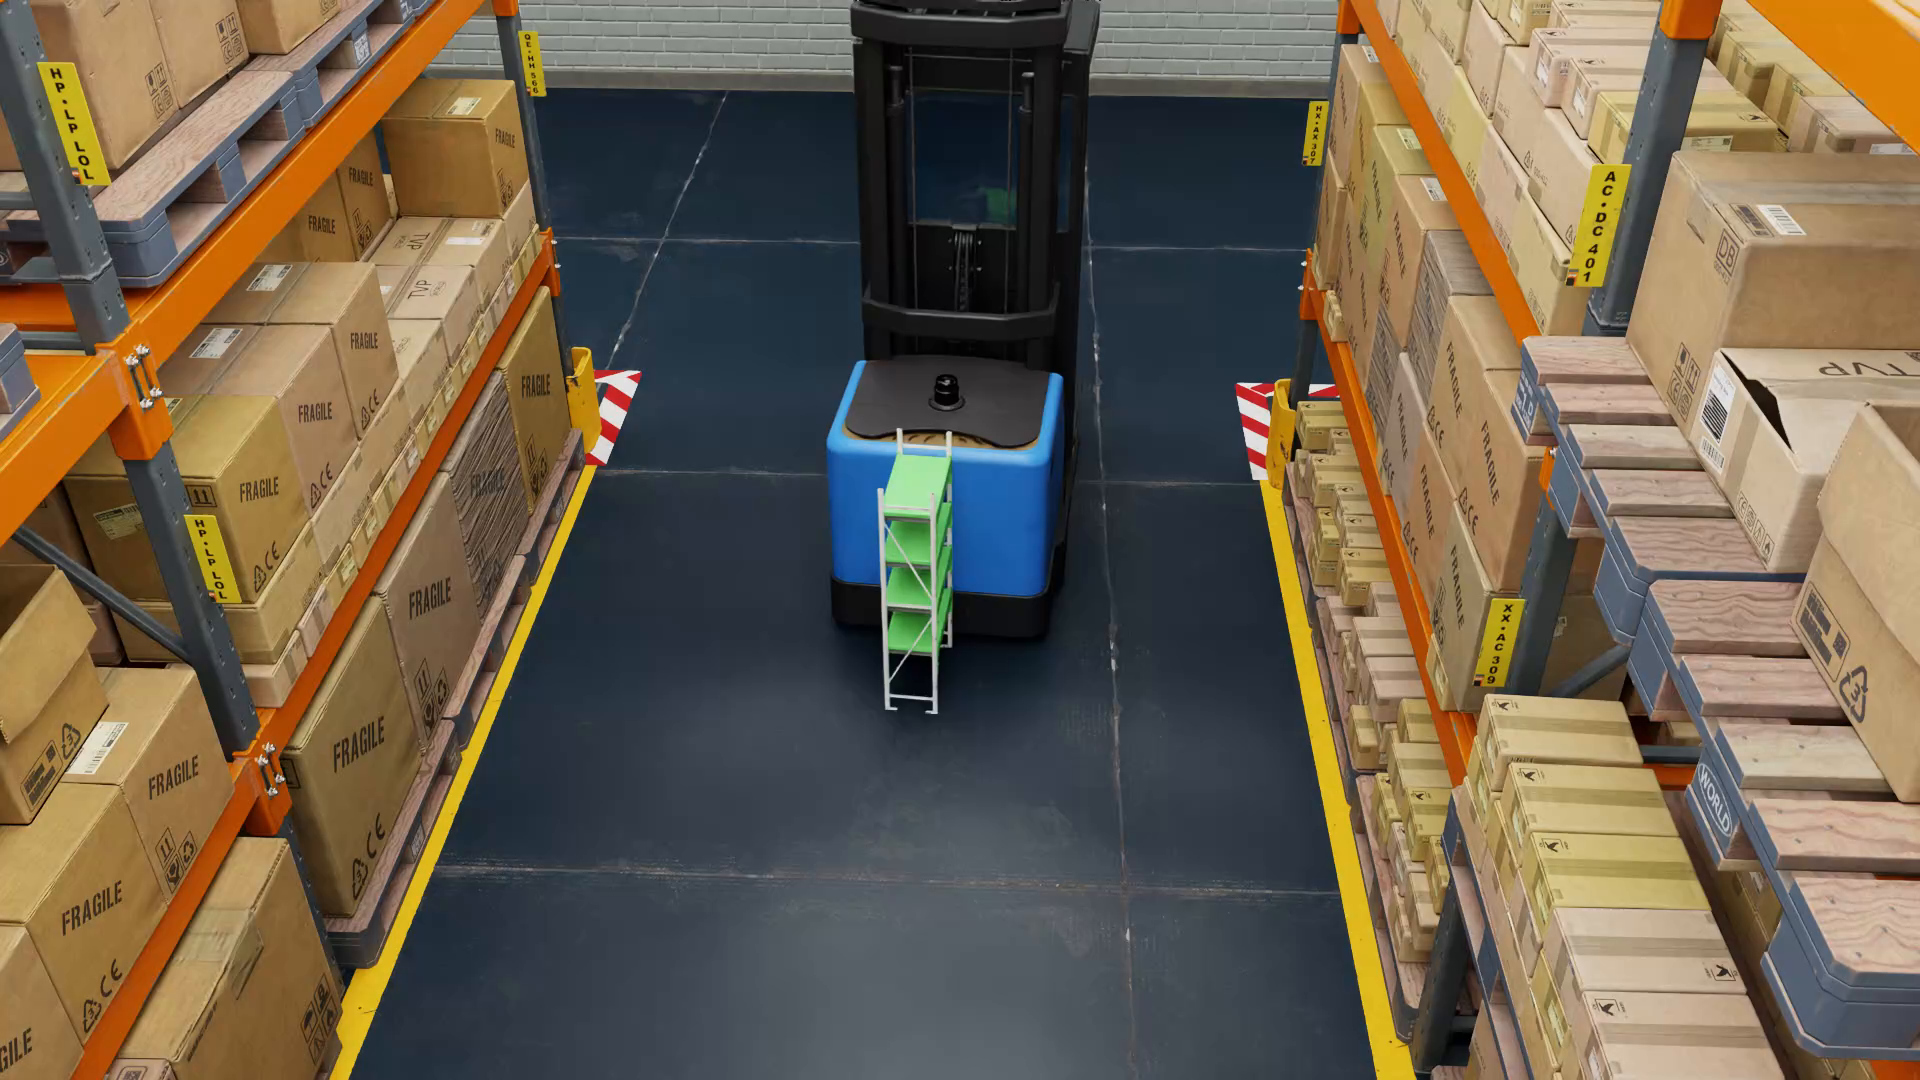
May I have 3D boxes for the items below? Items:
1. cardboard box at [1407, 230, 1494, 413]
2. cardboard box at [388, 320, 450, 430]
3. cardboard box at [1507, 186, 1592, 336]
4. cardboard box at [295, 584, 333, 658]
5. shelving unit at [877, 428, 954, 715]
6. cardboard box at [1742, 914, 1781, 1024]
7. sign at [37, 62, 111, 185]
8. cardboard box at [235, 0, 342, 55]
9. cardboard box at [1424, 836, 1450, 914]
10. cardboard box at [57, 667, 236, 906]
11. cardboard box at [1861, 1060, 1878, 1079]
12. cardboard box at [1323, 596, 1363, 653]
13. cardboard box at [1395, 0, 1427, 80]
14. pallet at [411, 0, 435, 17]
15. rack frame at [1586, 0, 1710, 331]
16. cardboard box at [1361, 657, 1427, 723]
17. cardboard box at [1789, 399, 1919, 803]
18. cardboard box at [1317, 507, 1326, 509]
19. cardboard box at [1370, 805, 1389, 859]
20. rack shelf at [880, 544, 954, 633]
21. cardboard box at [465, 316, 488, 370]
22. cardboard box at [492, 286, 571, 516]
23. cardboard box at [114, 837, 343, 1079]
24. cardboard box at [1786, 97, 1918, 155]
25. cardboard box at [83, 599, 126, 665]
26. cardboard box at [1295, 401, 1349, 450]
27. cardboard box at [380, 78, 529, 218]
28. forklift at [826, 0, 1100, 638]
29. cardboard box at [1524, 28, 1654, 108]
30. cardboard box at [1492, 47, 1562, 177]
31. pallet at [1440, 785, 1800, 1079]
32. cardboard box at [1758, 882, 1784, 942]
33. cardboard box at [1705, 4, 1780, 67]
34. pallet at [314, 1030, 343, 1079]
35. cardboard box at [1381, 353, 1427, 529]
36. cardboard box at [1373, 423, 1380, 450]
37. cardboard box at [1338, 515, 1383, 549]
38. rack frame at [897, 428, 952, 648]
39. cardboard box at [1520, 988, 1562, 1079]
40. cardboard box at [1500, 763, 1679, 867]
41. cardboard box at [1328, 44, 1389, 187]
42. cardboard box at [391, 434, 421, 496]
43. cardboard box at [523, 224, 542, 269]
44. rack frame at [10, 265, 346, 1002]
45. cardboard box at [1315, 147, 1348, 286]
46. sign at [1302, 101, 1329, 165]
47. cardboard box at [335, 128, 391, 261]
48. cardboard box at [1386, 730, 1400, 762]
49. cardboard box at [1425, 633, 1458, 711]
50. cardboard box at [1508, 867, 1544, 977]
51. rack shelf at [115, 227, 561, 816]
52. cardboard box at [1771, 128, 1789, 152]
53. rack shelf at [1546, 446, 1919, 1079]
[{"bbox_3d":[1.931,-0.771,5.969,0.500,0.500,0.500,2,35,3],"label":"cardboard box"},{"bbox_3d":[-2.471,-0.696,6.949,0.500,0.250,0.500,1,35,2],"label":"cardboard box"},{"bbox_3d":[1.882,-0.787,4.728,0.500,0.250,0.500,2,35,3],"label":"cardboard box"},{"bbox_3d":[-2.465,0.284,5.901,0.380,0.149,0.250,0,35,0],"label":"cardboard box"},{"bbox_3d":[-0.189,0.152,7.436,0.258,1.200,0.503,4,35,6],"label":"shelving unit"},{"bbox_3d":[2.293,1.124,4.342,0.380,0.149,0.250,1,35,2],"label":"cardboard box"},{"bbox_3d":[-2.277,-1.066,4.271,0.100,0.325,0.005,1,35,2],"label":"sign"},{"bbox_3d":[-2.659,-2.043,5.846,0.700,0.500,0.500,3,35,4],"label":"cardboard box"},{"bbox_3d":[1.887,1.208,5.965,0.380,0.149,0.250,2,35,3],"label":"cardboard box"},{"bbox_3d":[-2.565,0.729,4.963,0.500,0.500,0.500,1,35,2],"label":"cardboard box"},{"bbox_3d":[2.265,1.185,3.737,0.380,0.149,0.250,0,35,0],"label":"cardboard box"},{"bbox_3d":[1.889,0.387,7.651,0.380,0.149,0.250,0,35,0],"label":"cardboard box"},{"bbox_3d":[1.986,-1.946,6.377,0.500,0.250,0.500,0,35,0],"label":"cardboard box"},{"bbox_3d":[-2.678,-2.568,7.209,1.003,0.211,1.213,1,35,2],"label":"pallet"},{"bbox_3d":[2.133,-1.787,3.412,1.000,3.000,0.127,1,35,2],"label":"rack frame"},{"bbox_3d":[1.867,0.612,6.813,0.380,0.149,0.250,0,35,0],"label":"cardboard box"},{"bbox_3d":[1.939,0.111,2.866,0.797,0.503,0.637,1,35,1],"label":"cardboard box"},{"bbox_3d":[2.024,-0.190,8.472,0.380,0.149,0.250,1,35,2],"label":"cardboard box"},{"bbox_3d":[1.848,1.128,6.596,0.380,0.149,0.250,0,35,0],"label":"cardboard box"},{"bbox_3d":[-0.189,0.204,7.473,0.258,0.148,0.480,4,35,6],"label":"rack shelf"},{"bbox_3d":[-2.384,-0.902,7.588,0.380,0.149,0.250,1,35,1],"label":"cardboard box"},{"bbox_3d":[-2.604,-0.736,8.617,0.875,0.875,0.875,1,35,2],"label":"cardboard box"},{"bbox_3d":[-2.825,1.560,5.349,1.225,0.875,0.875,1,35,2],"label":"cardboard box"},{"bbox_3d":[2.386,-1.028,4.289,0.380,0.149,0.250,1,35,1],"label":"cardboard box"},{"bbox_3d":[-3.064,0.175,5.710,0.500,0.250,0.500,1,35,1],"label":"cardboard box"},{"bbox_3d":[1.933,-0.586,8.518,0.380,0.149,0.250,0,35,0],"label":"cardboard box"},{"bbox_3d":[-2.416,-1.884,7.988,0.500,0.500,0.500,2,35,2],"label":"cardboard box"},{"bbox_3d":[0.086,-1.568,8.378,1.130,2.935,3.031,4,35,6],"label":"forklift"},{"bbox_3d":[1.840,-1.346,4.742,0.380,0.149,0.250,1,35,2],"label":"cardboard box"},{"bbox_3d":[1.930,-1.273,4.985,0.500,0.250,0.500,0,35,0],"label":"cardboard box"},{"bbox_3d":[1.956,1.182,4.572,1.003,0.211,1.213,1,35,2],"label":"pallet"},{"bbox_3d":[2.292,1.004,4.253,0.380,0.149,0.250,3,35,4],"label":"cardboard box"},{"bbox_3d":[2.440,-1.477,4.929,0.380,0.149,0.250,0,35,1],"label":"cardboard box"},{"bbox_3d":[-2.775,2.081,5.551,1.003,0.211,1.213,1,35,2],"label":"pallet"},{"bbox_3d":[1.913,-0.364,6.259,0.500,0.500,0.500,1,35,2],"label":"cardboard box"},{"bbox_3d":[1.941,-0.452,6.949,0.380,0.149,0.250,3,35,4],"label":"cardboard box"},{"bbox_3d":[1.956,0.020,7.655,0.380,0.149,0.250,3,35,4],"label":"cardboard box"},{"bbox_3d":[-0.157,0.013,7.634,0.240,1.200,0.015,4,35,6],"label":"rack frame"},{"bbox_3d":[1.627,1.261,4.146,0.380,0.149,0.250,2,35,2],"label":"cardboard box"},{"bbox_3d":[1.652,0.731,4.383,0.380,0.149,0.250,2,35,3],"label":"cardboard box"},{"bbox_3d":[2.010,-1.951,7.647,0.500,0.500,0.500,1,35,2],"label":"cardboard box"},{"bbox_3d":[-2.424,-0.309,6.746,0.380,0.149,0.250,2,35,2],"label":"cardboard box"},{"bbox_3d":[-2.344,-1.488,8.423,0.380,0.149,0.250,2,35,3],"label":"cardboard box"},{"bbox_3d":[-2.819,0.495,5.383,1.000,3.000,0.127,1,35,2],"label":"rack frame"},{"bbox_3d":[1.999,-1.542,7.935,0.500,0.500,0.500,3,35,4],"label":"cardboard box"},{"bbox_3d":[1.751,-1.997,8.176,0.100,0.325,0.005,1,35,2],"label":"sign"},{"bbox_3d":[-2.968,-1.614,7.603,0.500,0.500,0.500,1,35,1],"label":"cardboard box"},{"bbox_3d":[1.927,0.900,6.662,0.380,0.149,0.250,2,35,2],"label":"cardboard box"},{"bbox_3d":[1.812,0.450,5.665,0.380,0.149,0.250,0,35,1],"label":"cardboard box"},{"bbox_3d":[1.639,0.990,4.273,0.380,0.149,0.250,2,35,3],"label":"cardboard box"},{"bbox_3d":[-2.739,-0.360,7.225,1.077,0.370,4.000,1,35,2],"label":"rack shelf"},{"bbox_3d":[2.392,-0.974,4.560,0.500,0.250,0.500,2,35,3],"label":"cardboard box"},{"bbox_3d":[2.052,0.884,2.847,1.077,0.370,4.000,1,35,2],"label":"rack shelf"}]
